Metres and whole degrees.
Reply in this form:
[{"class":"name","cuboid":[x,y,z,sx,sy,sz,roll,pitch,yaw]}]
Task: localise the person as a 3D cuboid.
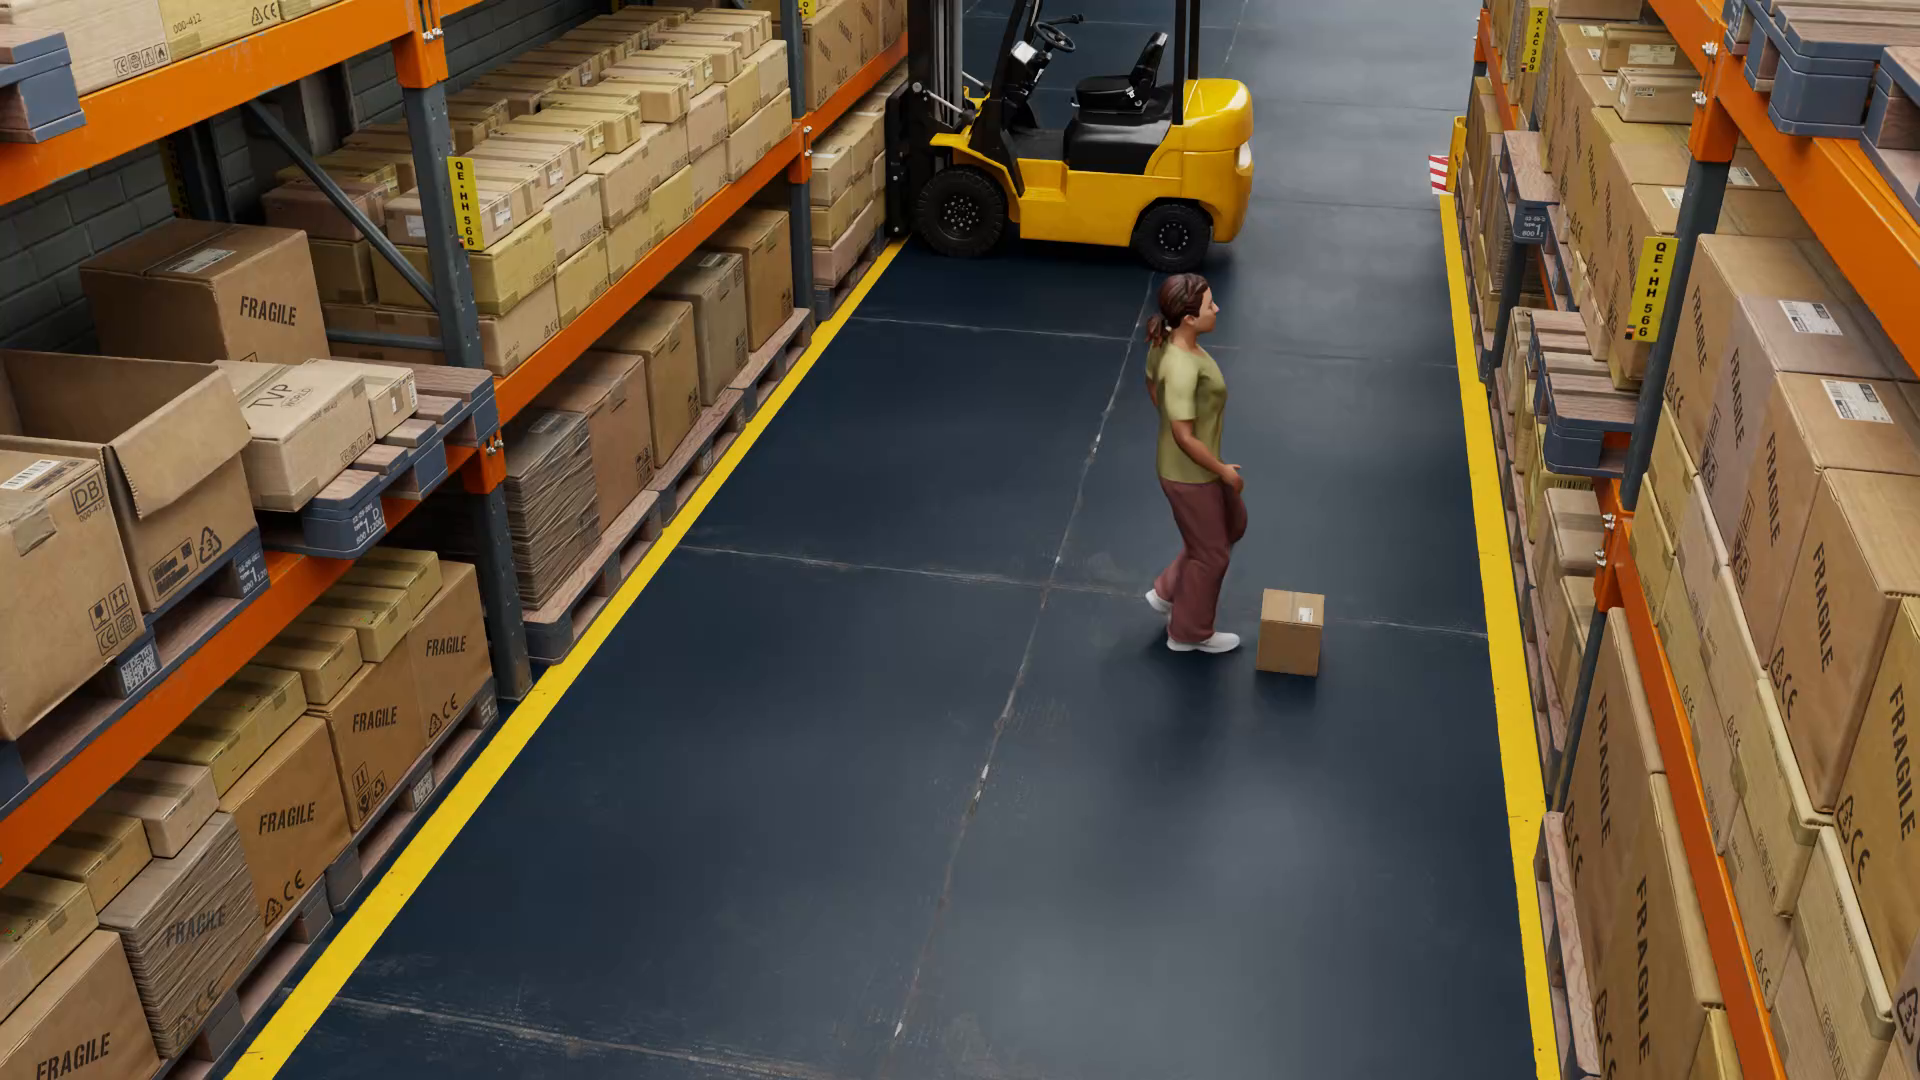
[{"class":"person","cuboid":[0.942,-0.267,6.671,0.484,1.695,0.555,2,29,3]}]
